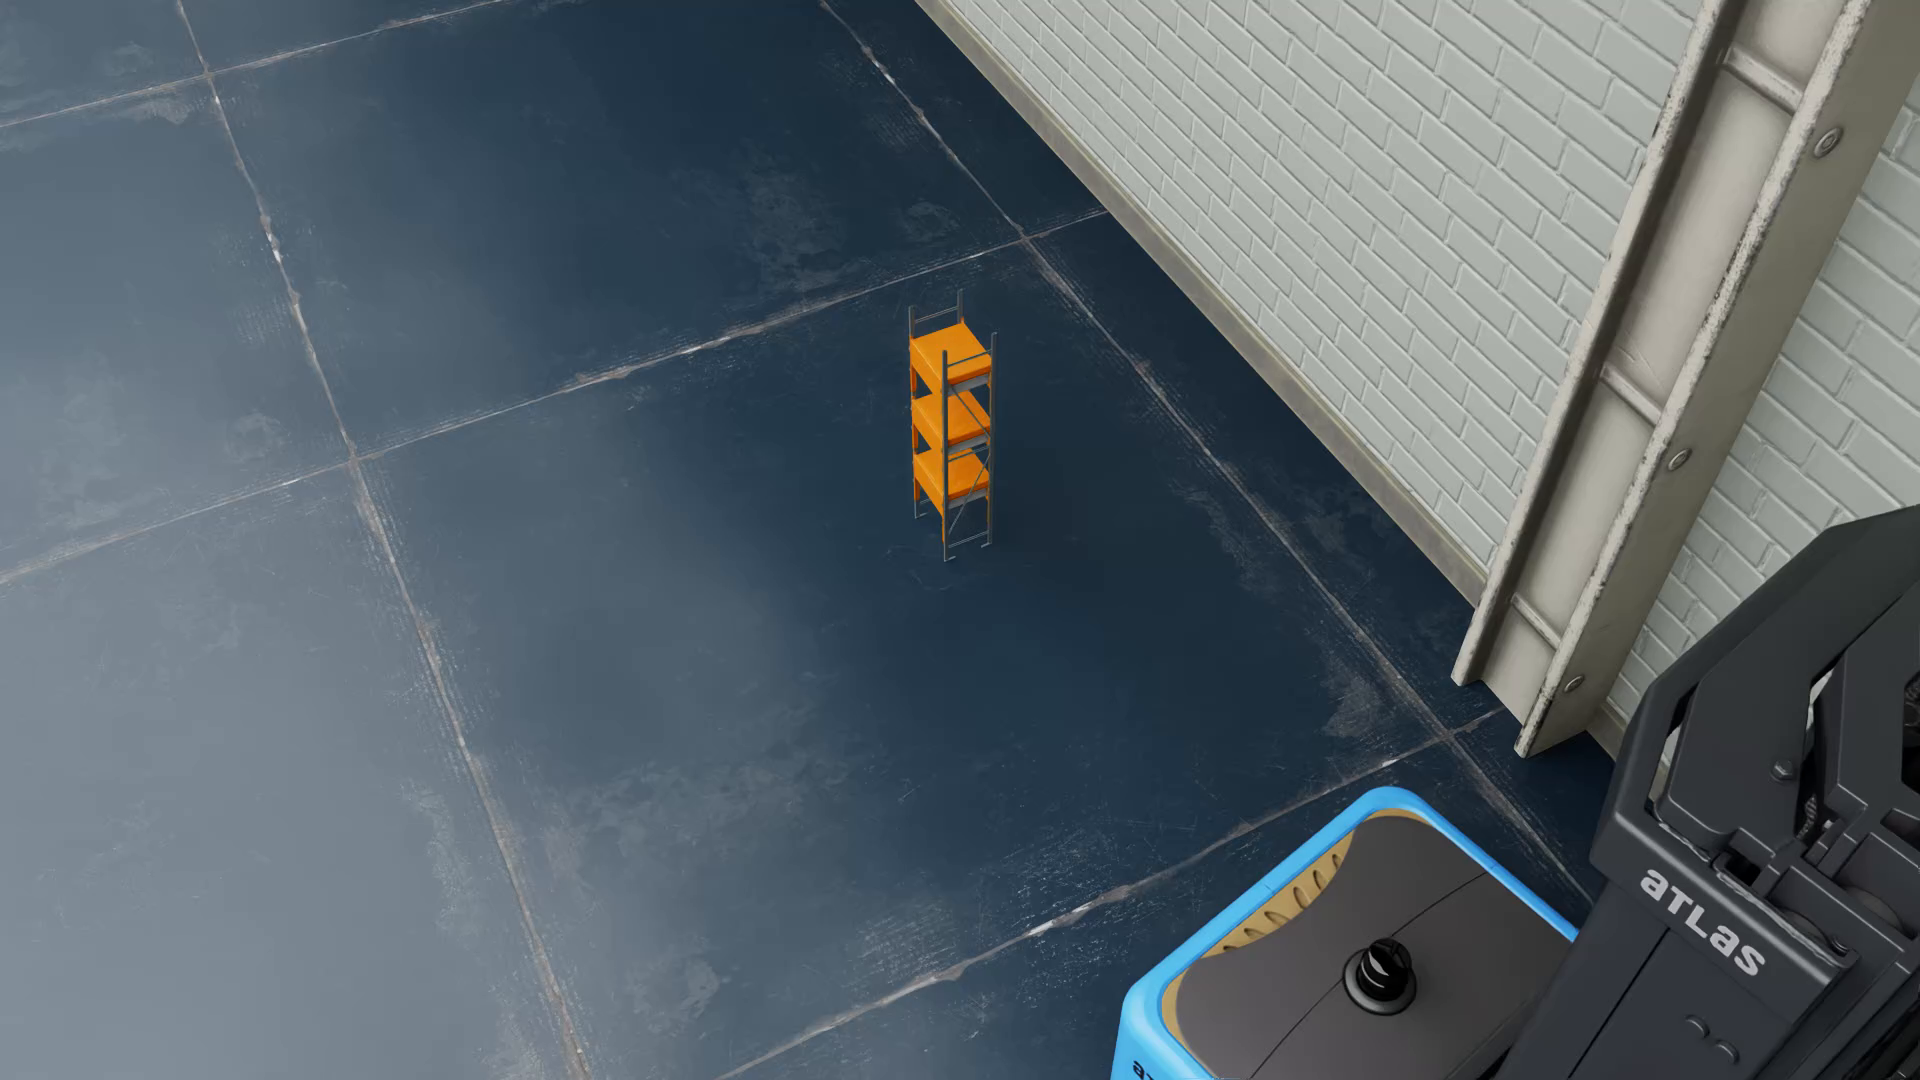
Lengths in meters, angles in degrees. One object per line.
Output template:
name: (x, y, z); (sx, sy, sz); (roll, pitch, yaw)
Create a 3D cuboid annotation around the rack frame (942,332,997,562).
rack frame: (0.031, -0.300, 5.815); (0.200, 1.050, 0.008); (-21, 52, -18)

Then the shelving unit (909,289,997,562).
shelving unit: (-0.025, -0.381, 5.886); (0.215, 1.050, 0.252); (-21, 52, -18)

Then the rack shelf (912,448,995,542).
rack shelf: (-0.025, -0.191, 6.103); (0.215, 0.259, 0.240); (-21, 52, -18)

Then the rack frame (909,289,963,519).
rack frame: (-0.080, -0.463, 5.958); (0.200, 1.050, 0.008); (-21, 52, -18)

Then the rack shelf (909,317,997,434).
rack shelf: (-0.025, -0.561, 5.680); (0.215, 0.259, 0.240); (-21, 52, -18)

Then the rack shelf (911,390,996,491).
rack shelf: (-0.025, -0.374, 5.894); (0.215, 0.259, 0.240); (-21, 52, -18)

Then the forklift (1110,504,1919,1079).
forklift: (1.696, 1.437, 3.046); (1.130, 2.935, 3.031); (-32, 56, -25)

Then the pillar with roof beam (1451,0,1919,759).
pillar with roof beam: (-1.883, -0.925, 1.081); (9.100, 9.000, 0.400); (-21, 52, -18)
